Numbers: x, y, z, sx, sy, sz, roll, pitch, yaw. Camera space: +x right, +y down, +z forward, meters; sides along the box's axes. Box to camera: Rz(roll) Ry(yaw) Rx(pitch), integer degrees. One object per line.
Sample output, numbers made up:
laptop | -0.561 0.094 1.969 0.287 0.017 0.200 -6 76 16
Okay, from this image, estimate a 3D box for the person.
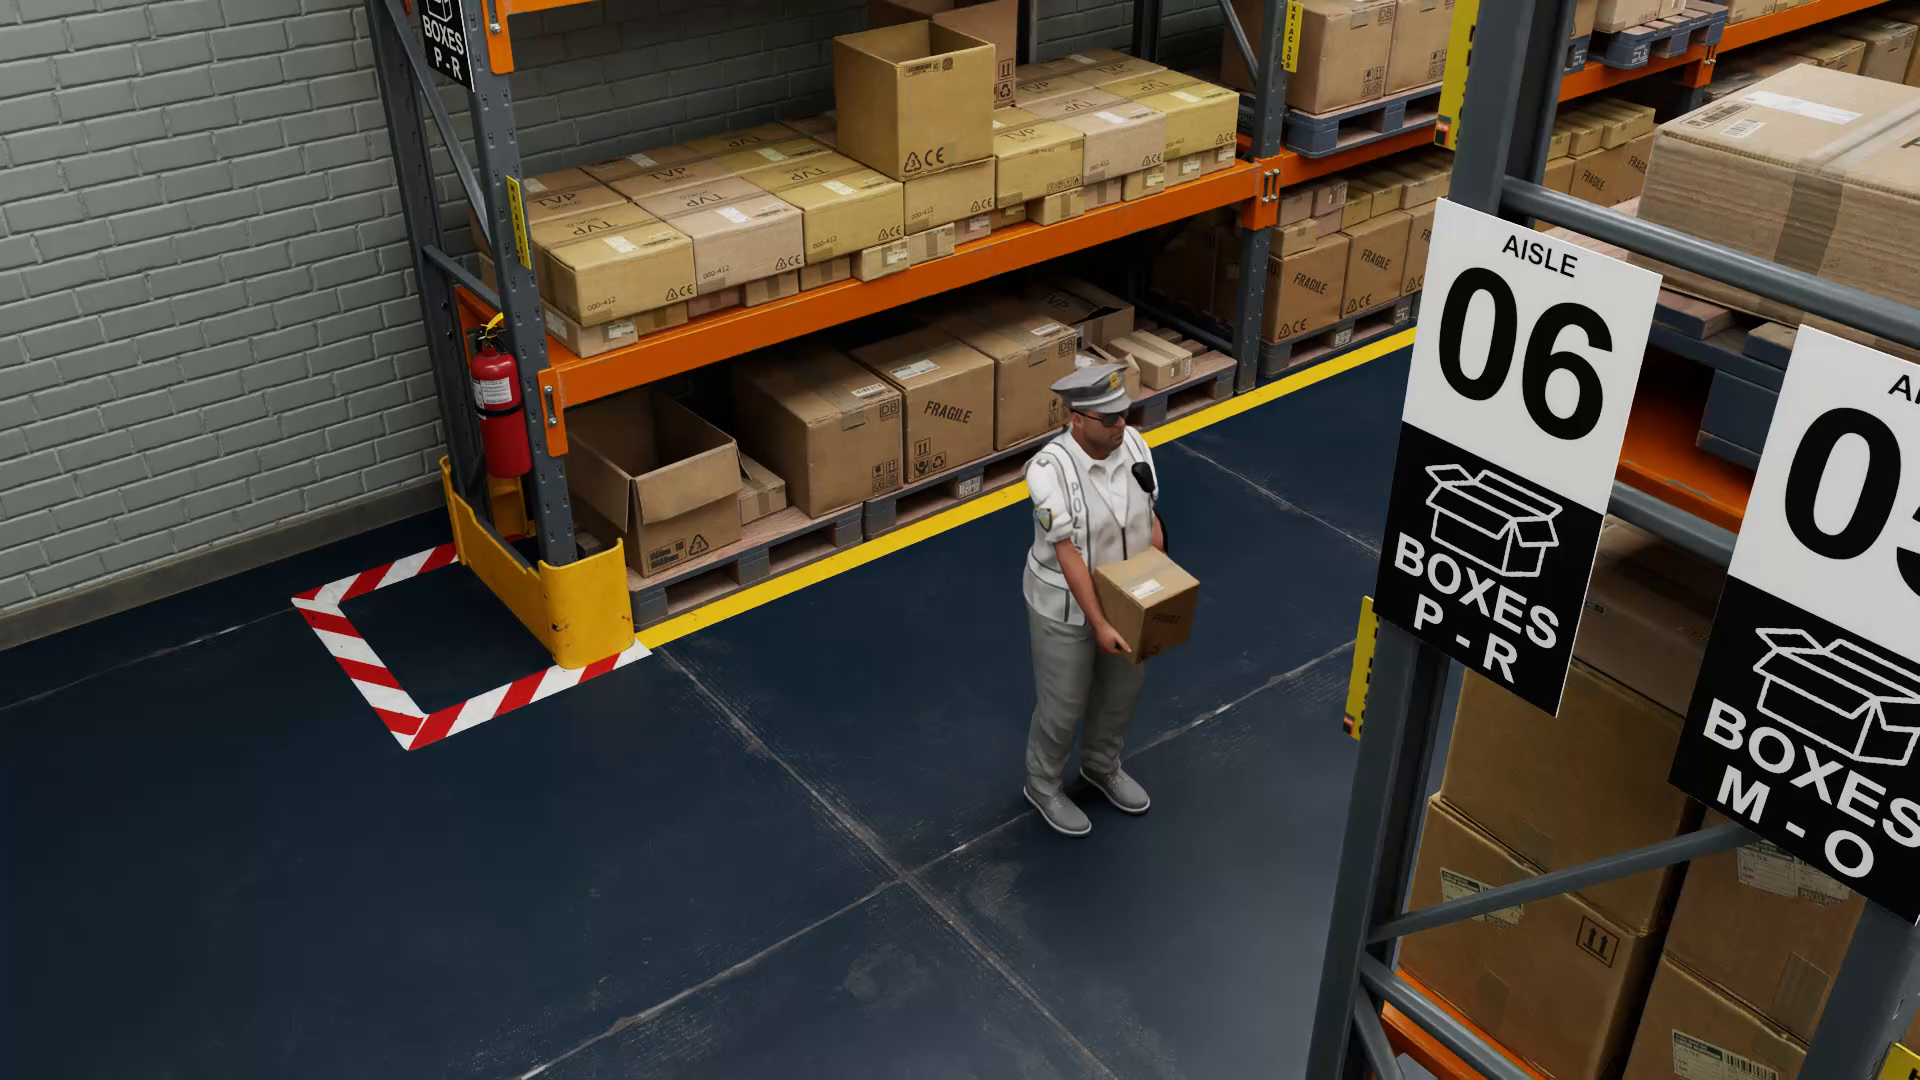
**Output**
person | 0.508 0.232 5.744 0.490 1.771 0.566 -22 38 -31
